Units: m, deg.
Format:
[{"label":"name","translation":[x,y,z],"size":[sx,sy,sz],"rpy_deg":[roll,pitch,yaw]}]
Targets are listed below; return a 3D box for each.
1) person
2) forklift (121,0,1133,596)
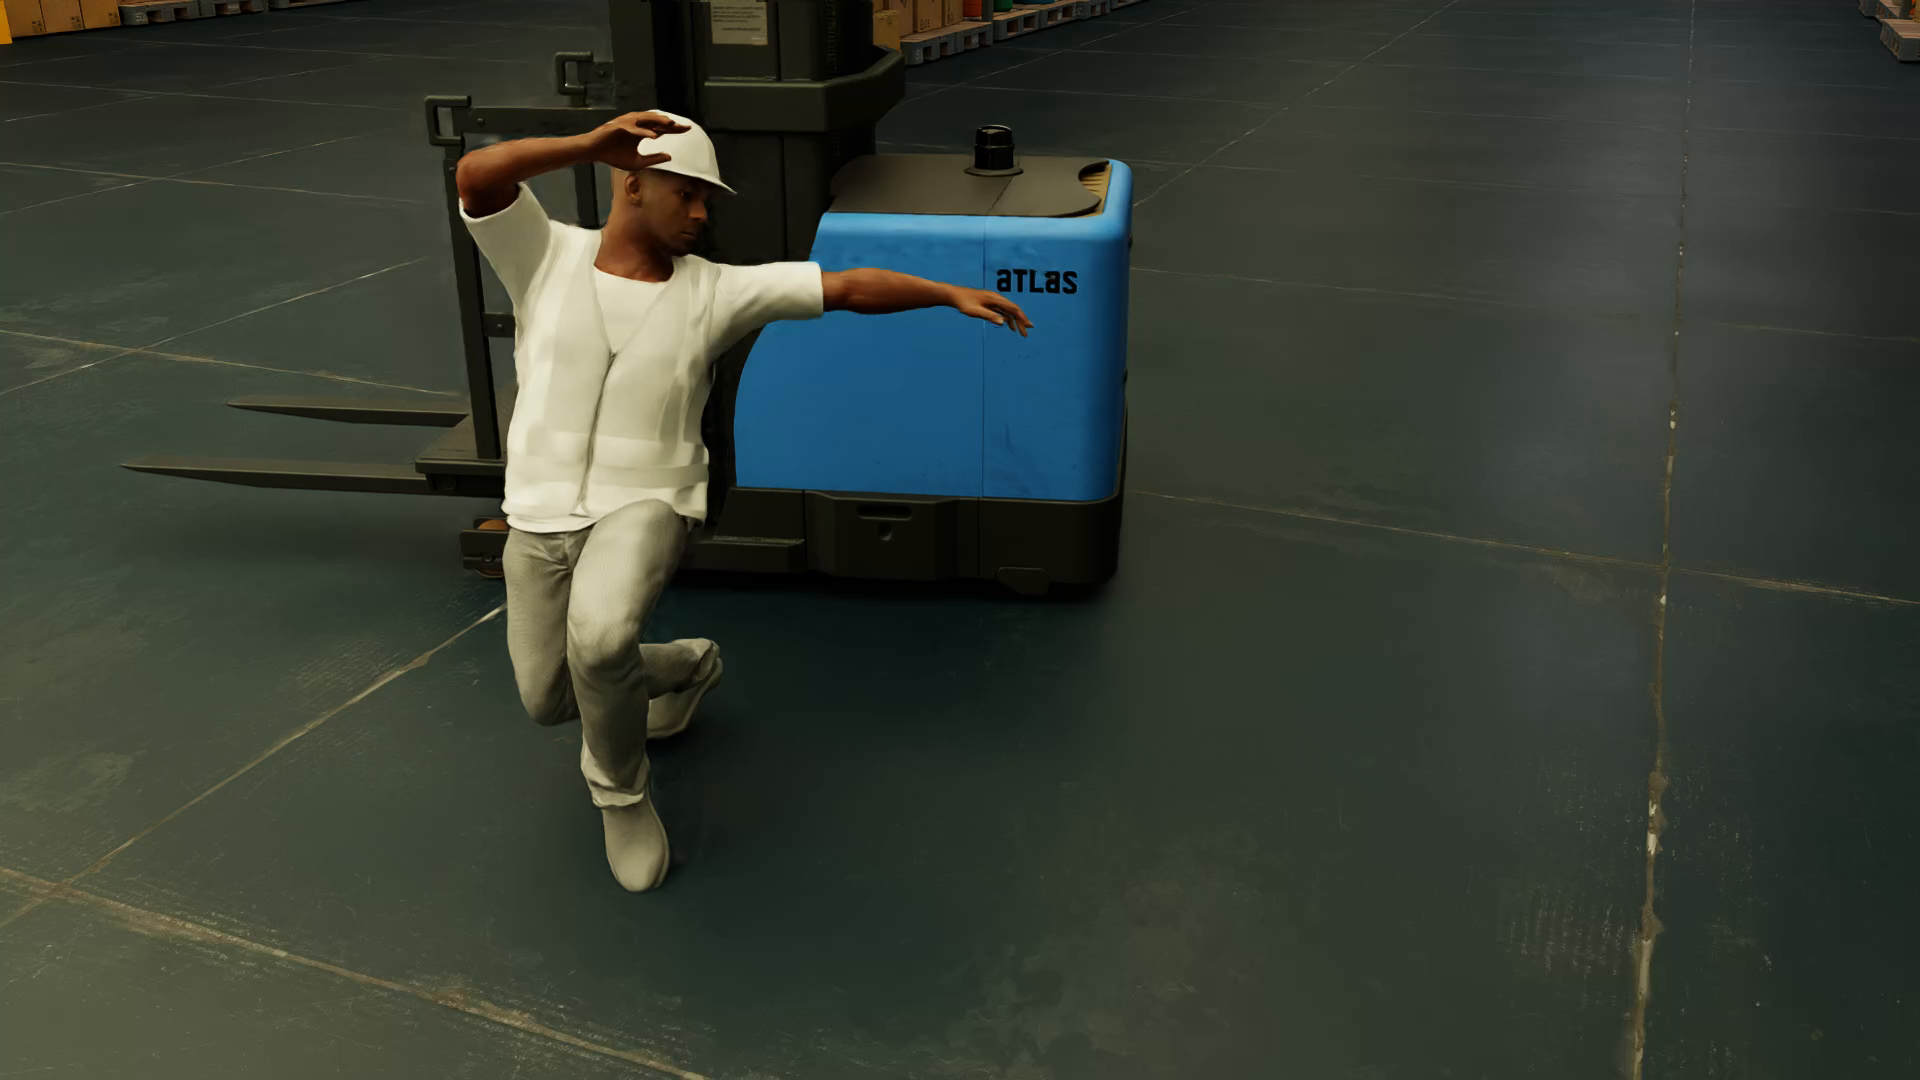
[{"label":"person","translation":[-0.437,-0.098,3.411],"size":[1.103,1.529,0.900],"rpy_deg":[3,23,7]},{"label":"forklift","translation":[-1.012,-1.431,4.715],"size":[3.031,2.935,1.130],"rpy_deg":[3,23,6]}]
